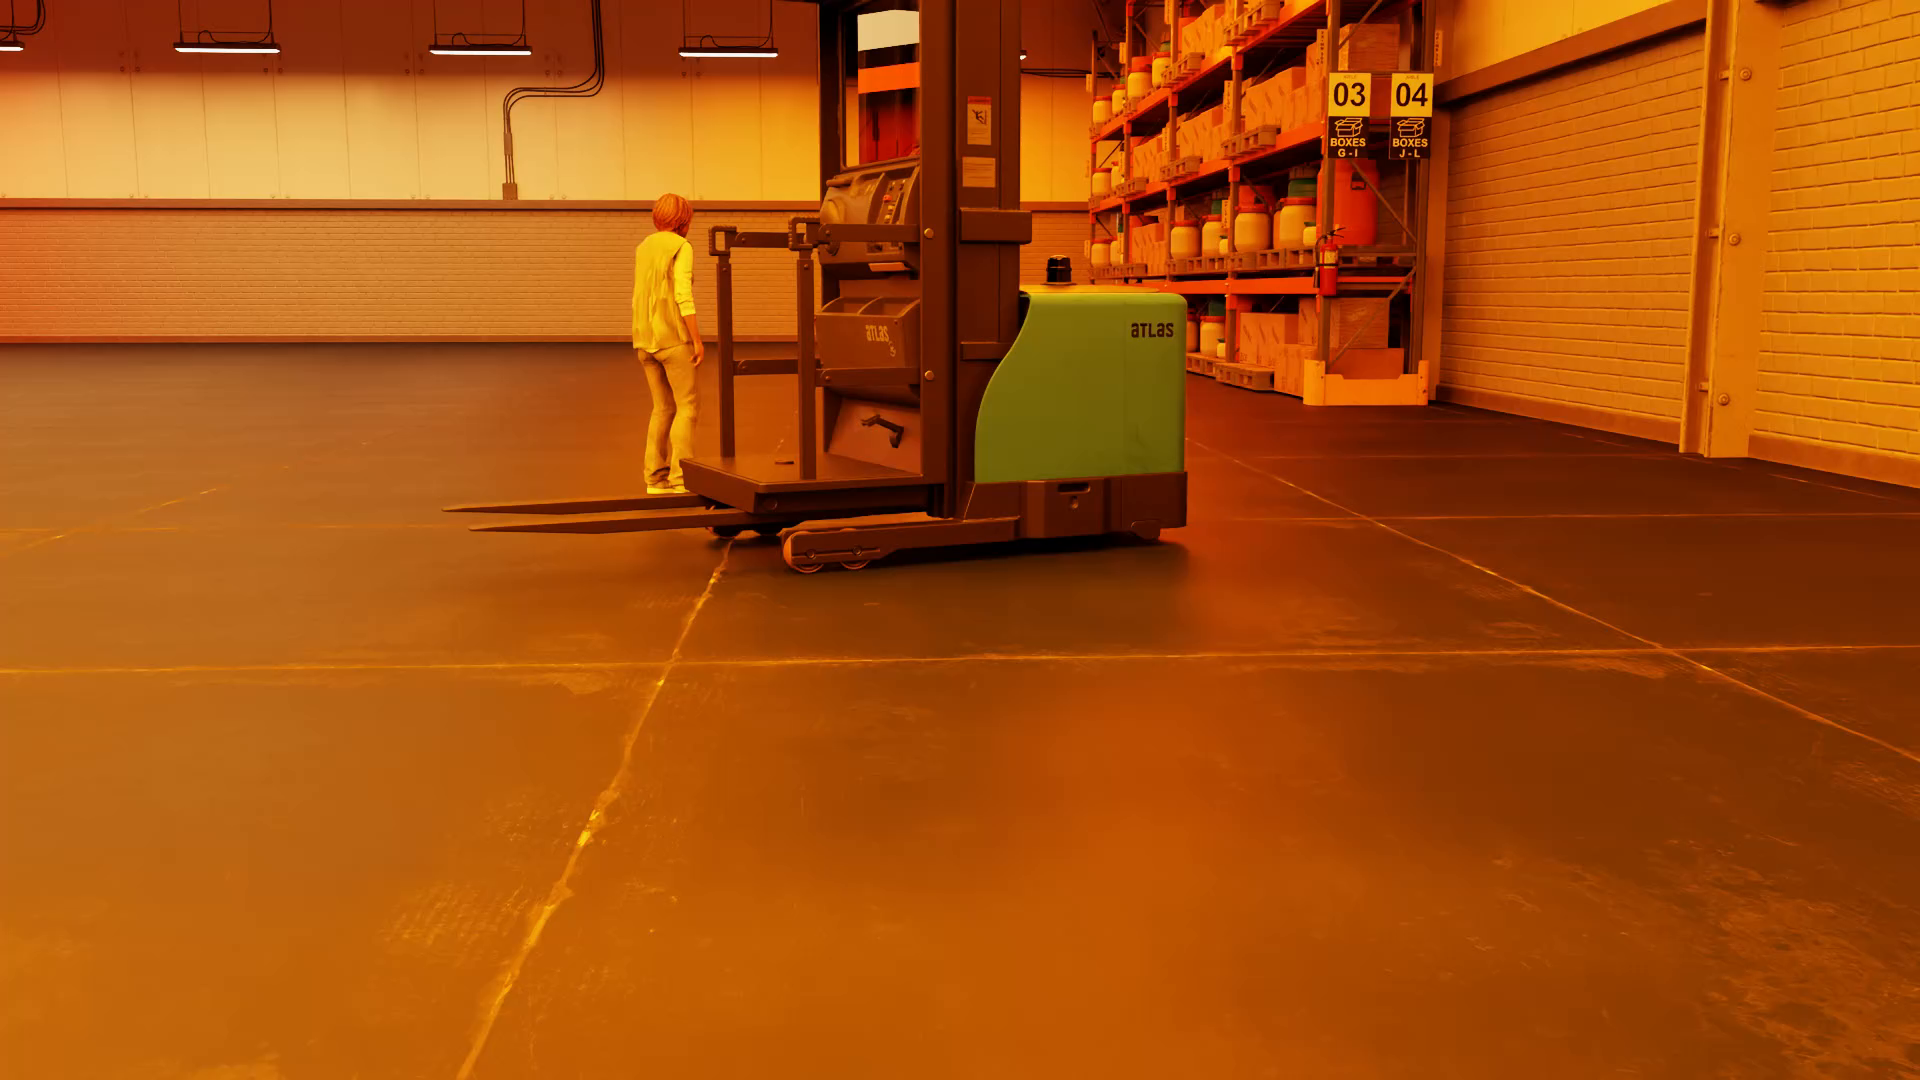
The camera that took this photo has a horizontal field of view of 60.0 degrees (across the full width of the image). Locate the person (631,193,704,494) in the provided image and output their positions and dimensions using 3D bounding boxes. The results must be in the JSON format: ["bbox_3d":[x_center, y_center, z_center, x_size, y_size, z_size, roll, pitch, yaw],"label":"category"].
[{"bbox_3d":[-1.533,-1.022,8.779,0.483,1.591,0.347,8,11,41],"label":"person"}]

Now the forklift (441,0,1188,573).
[{"bbox_3d":[-0.566,-1.409,6.822,3.031,2.935,1.130,-4,9,-26],"label":"forklift"}]
